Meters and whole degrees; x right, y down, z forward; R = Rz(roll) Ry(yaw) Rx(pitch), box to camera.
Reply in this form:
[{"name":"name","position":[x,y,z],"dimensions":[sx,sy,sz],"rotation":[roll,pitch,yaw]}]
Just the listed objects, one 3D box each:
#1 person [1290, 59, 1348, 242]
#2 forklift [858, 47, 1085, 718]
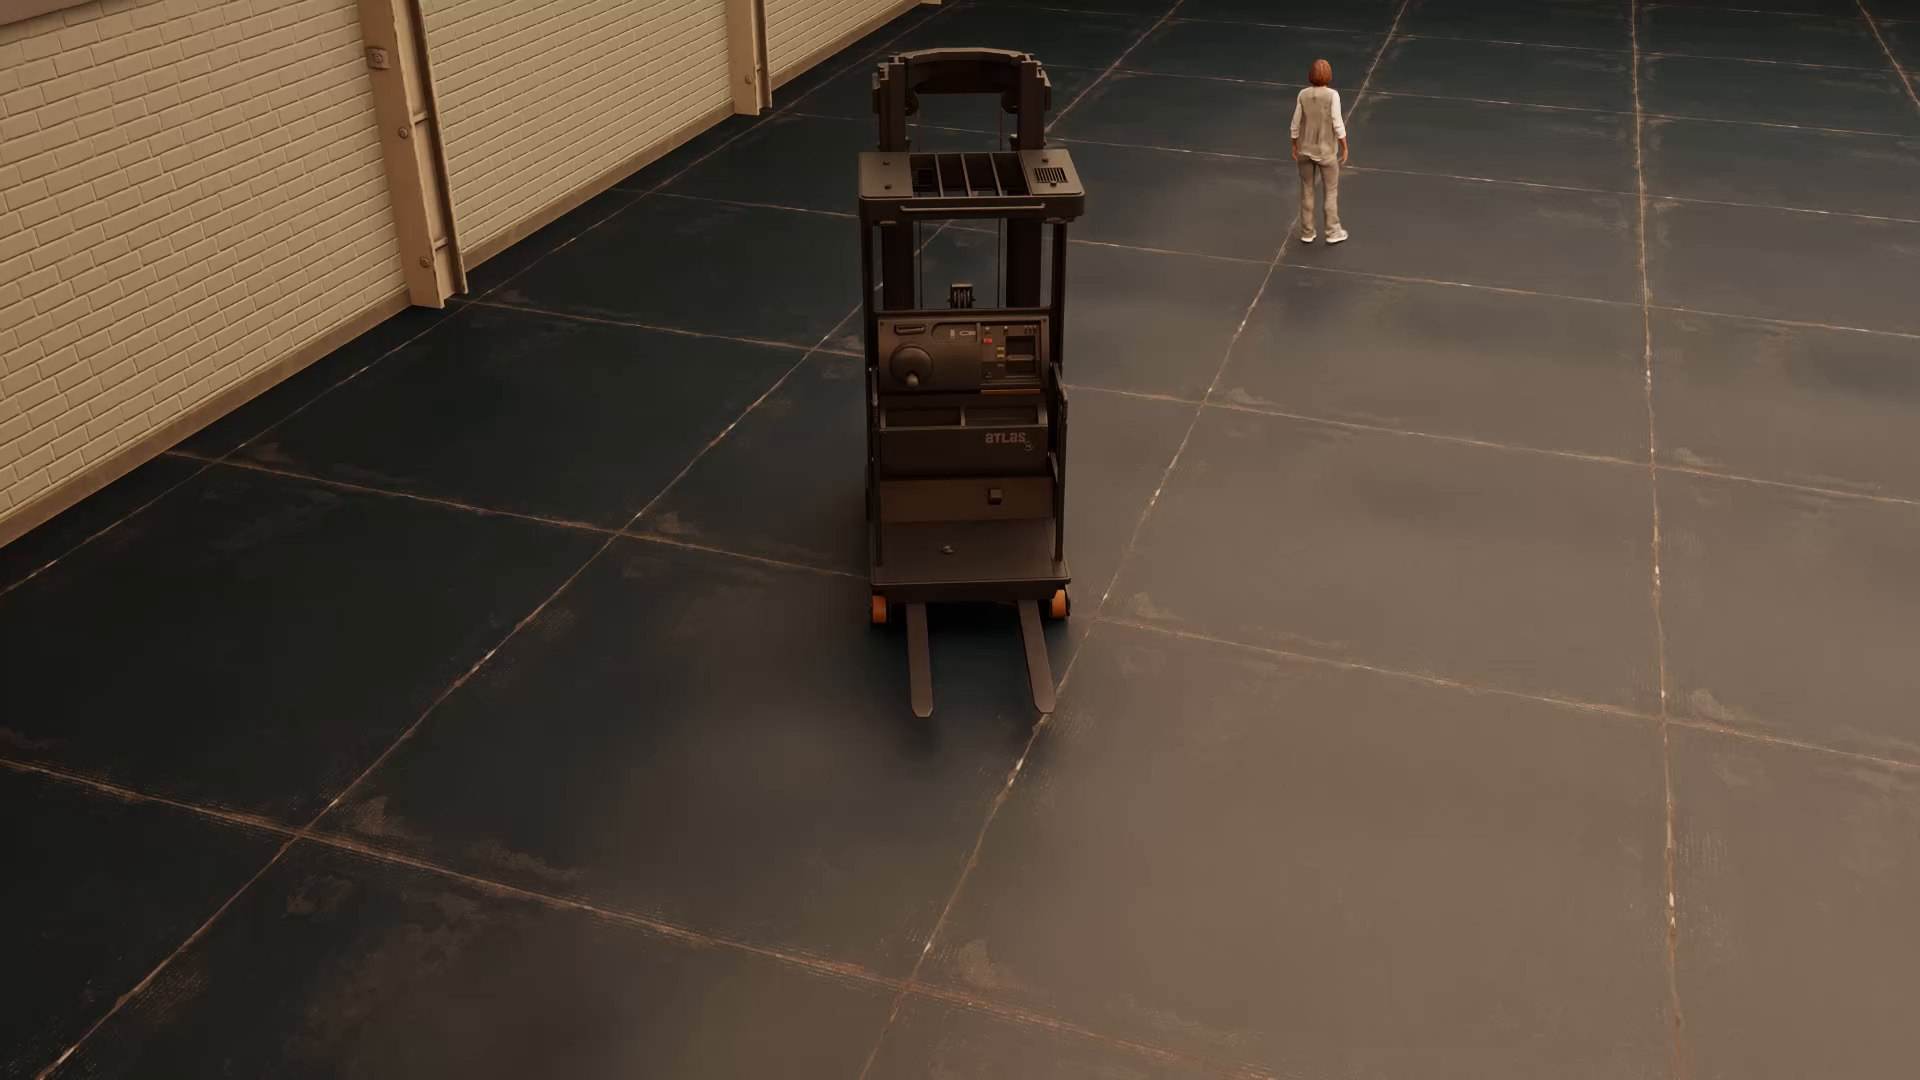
[{"name":"person","position":[3.126,-3.363,14.369],"dimensions":[0.520,1.596,0.475],"rotation":[17,34,28]},{"name":"forklift","position":[0.035,-0.972,8.842],"dimensions":[1.130,2.935,3.031],"rotation":[-2,30,-3]}]
